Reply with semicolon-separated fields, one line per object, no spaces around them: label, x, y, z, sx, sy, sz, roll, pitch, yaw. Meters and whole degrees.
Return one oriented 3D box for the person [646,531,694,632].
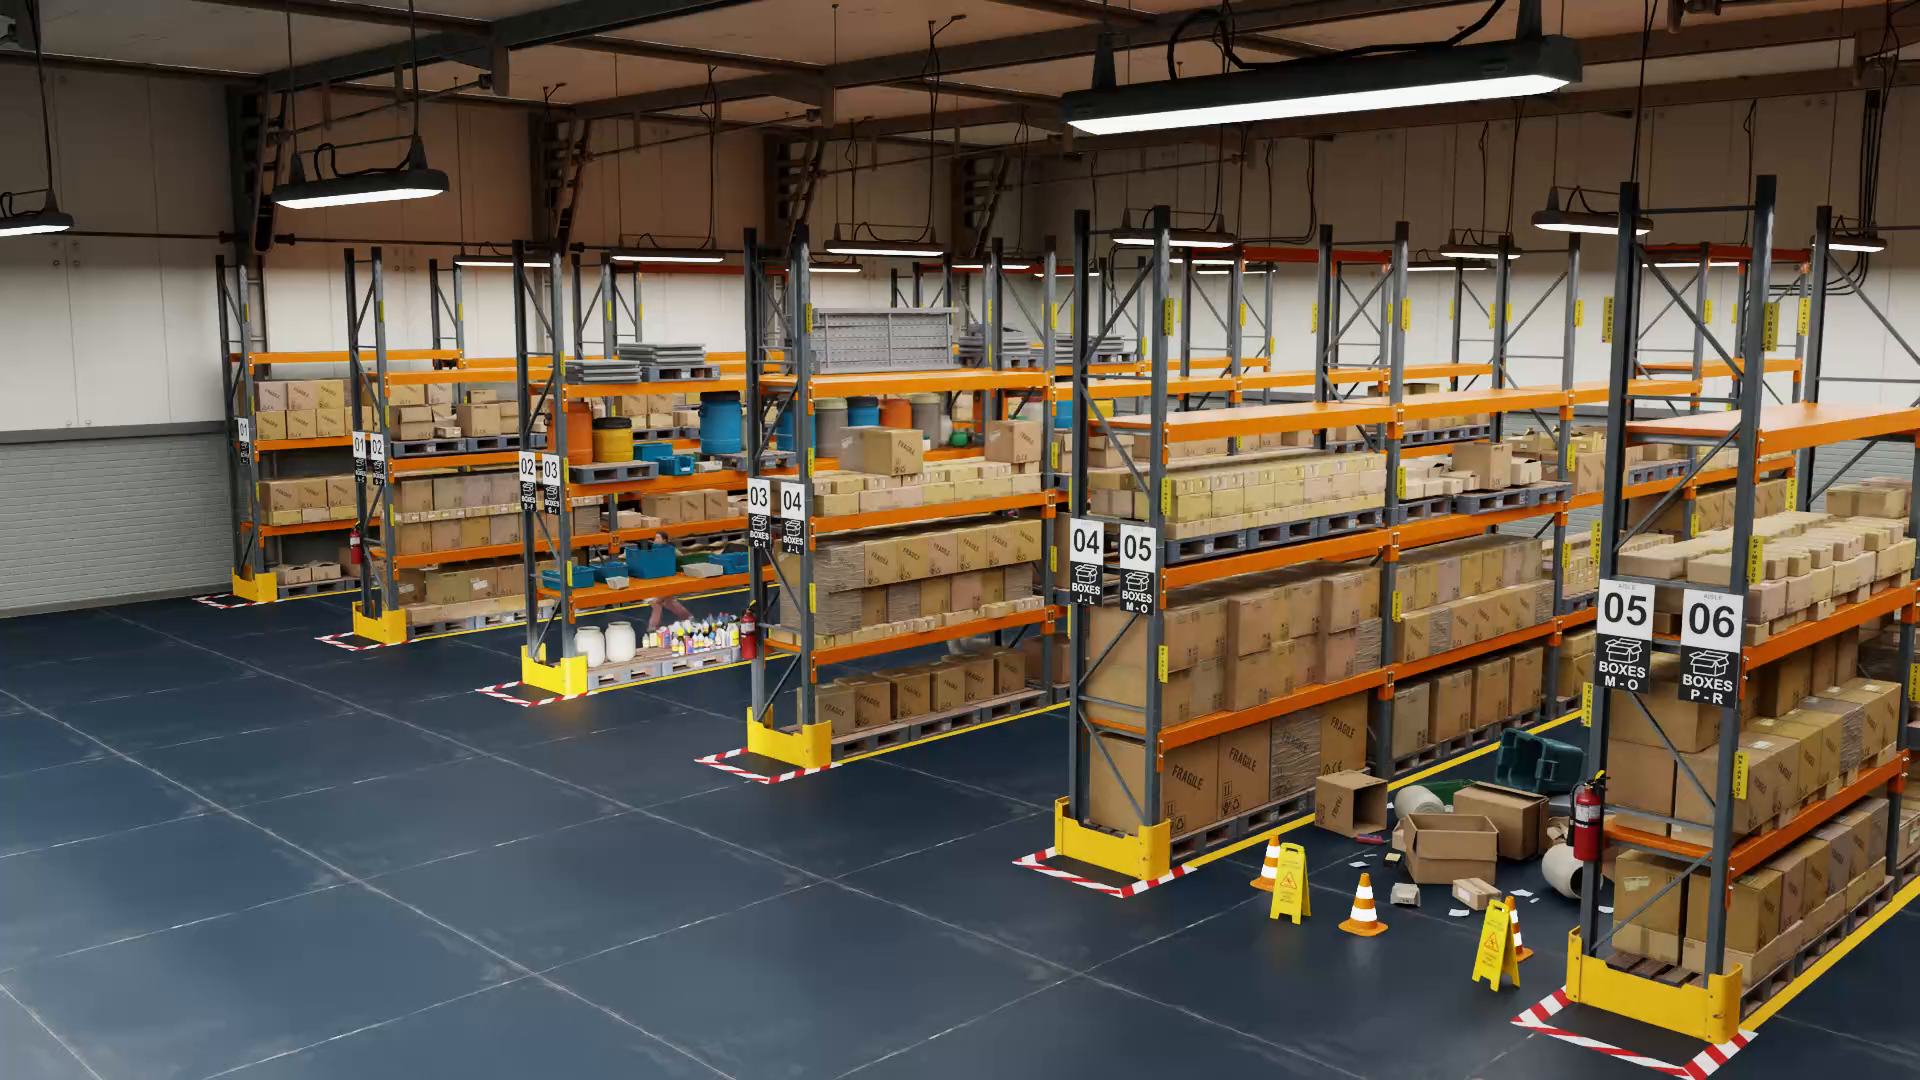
person;-4.580;0.696;25.885;1.009;1.704;0.544;-8;11;-44

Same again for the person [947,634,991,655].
person;0.126;1.027;23.060;0.797;1.734;0.687;-8;11;-44
